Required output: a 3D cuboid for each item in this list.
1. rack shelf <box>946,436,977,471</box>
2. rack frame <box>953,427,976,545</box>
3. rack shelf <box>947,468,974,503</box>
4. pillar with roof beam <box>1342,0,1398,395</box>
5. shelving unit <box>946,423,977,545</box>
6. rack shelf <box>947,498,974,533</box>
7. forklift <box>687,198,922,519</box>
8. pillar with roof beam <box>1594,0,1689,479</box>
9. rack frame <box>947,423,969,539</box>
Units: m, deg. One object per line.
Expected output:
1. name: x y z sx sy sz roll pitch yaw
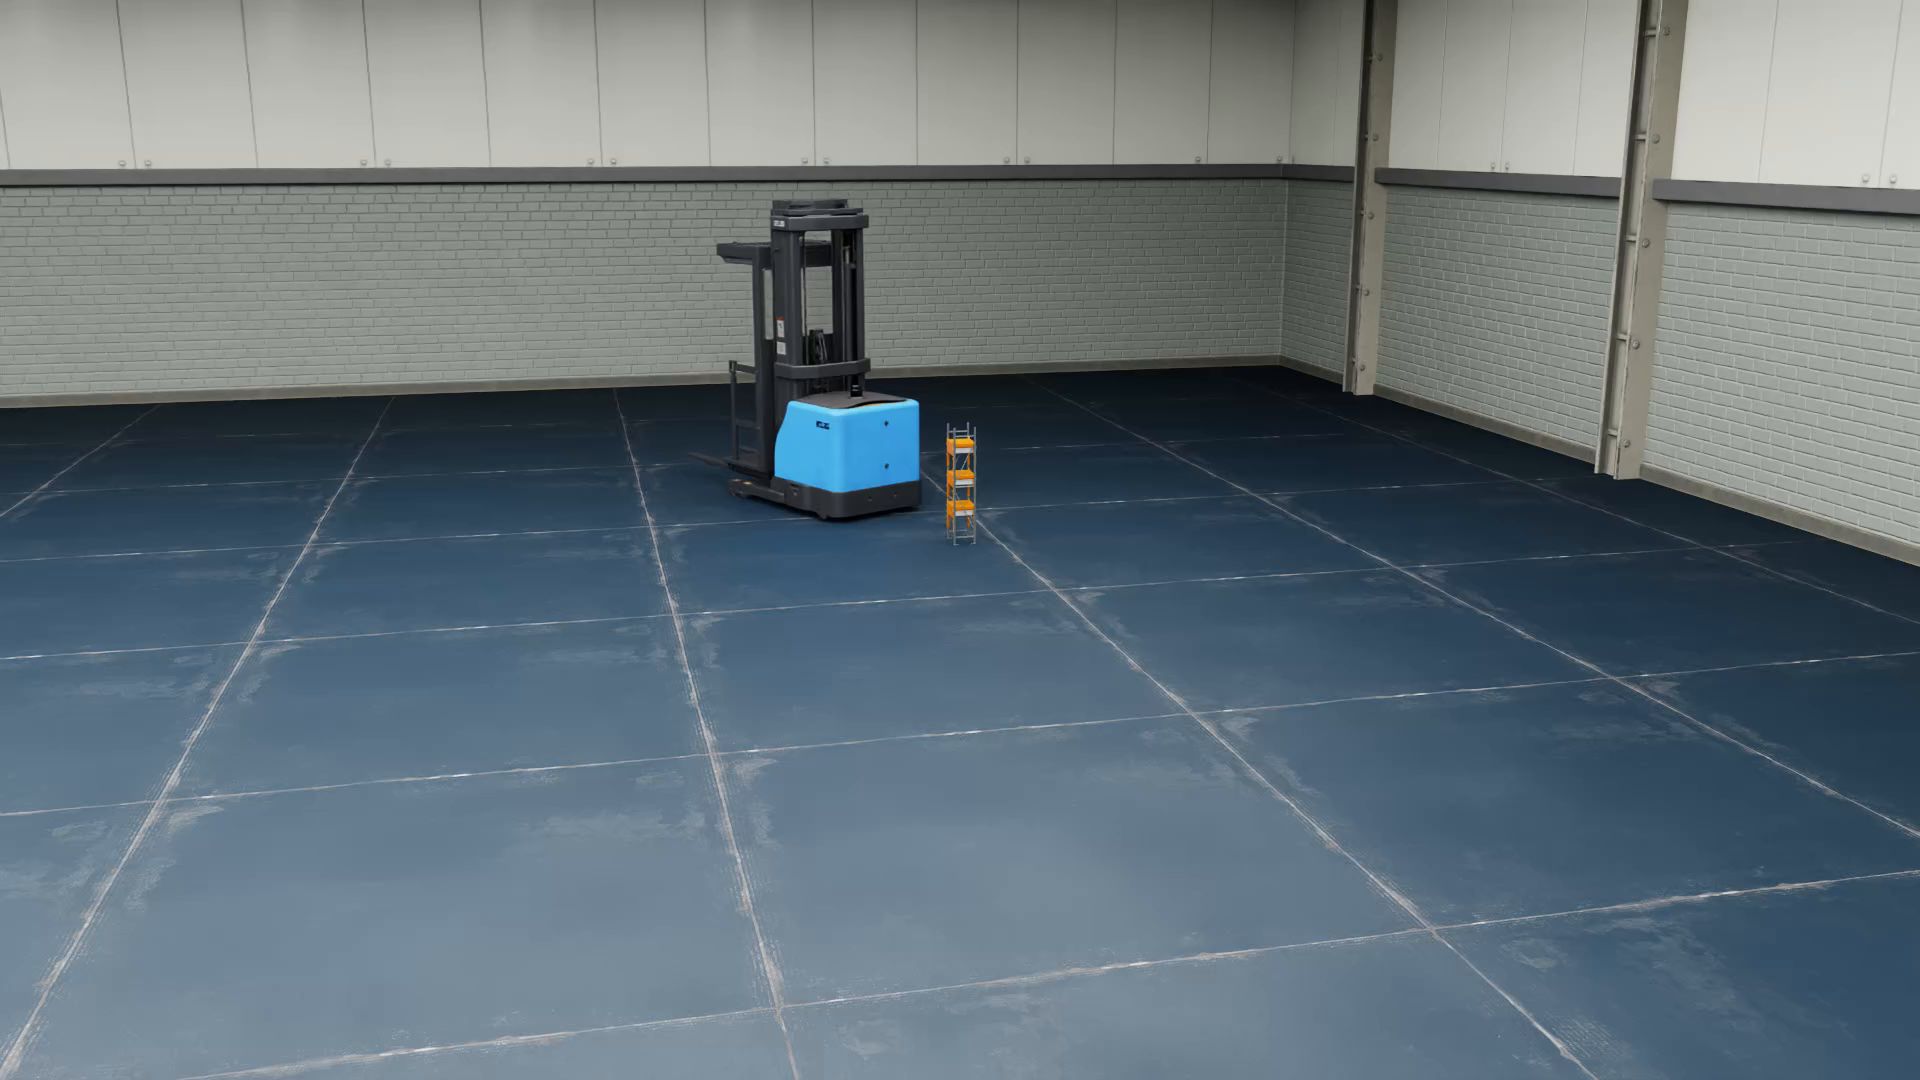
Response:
1. rack shelf: 0.013 -0.763 14.687 0.215 0.259 0.240 -3 14 -13
2. rack frame: 0.041 -0.470 14.637 0.200 1.050 0.008 -3 14 -13
3. rack shelf: 0.013 -0.487 14.754 0.215 0.259 0.240 -3 14 -13
4. pillar with roof beam: 1.432 -6.208 21.377 9.100 9.000 0.400 -3 14 -13
5. shelving unit: 0.013 -0.498 14.752 0.215 1.050 0.252 -3 14 -13
6. rack shelf: 0.013 -0.217 14.820 0.215 0.259 0.240 -3 14 -13
7. forklift: -1.697 -1.906 16.553 1.130 2.935 3.031 -11 18 -38
8. pillar with roof beam: 2.841 -4.824 15.711 9.100 9.000 0.400 -3 14 -13
9. rack frame: -0.016 -0.526 14.867 0.200 1.050 0.008 -3 14 -13
